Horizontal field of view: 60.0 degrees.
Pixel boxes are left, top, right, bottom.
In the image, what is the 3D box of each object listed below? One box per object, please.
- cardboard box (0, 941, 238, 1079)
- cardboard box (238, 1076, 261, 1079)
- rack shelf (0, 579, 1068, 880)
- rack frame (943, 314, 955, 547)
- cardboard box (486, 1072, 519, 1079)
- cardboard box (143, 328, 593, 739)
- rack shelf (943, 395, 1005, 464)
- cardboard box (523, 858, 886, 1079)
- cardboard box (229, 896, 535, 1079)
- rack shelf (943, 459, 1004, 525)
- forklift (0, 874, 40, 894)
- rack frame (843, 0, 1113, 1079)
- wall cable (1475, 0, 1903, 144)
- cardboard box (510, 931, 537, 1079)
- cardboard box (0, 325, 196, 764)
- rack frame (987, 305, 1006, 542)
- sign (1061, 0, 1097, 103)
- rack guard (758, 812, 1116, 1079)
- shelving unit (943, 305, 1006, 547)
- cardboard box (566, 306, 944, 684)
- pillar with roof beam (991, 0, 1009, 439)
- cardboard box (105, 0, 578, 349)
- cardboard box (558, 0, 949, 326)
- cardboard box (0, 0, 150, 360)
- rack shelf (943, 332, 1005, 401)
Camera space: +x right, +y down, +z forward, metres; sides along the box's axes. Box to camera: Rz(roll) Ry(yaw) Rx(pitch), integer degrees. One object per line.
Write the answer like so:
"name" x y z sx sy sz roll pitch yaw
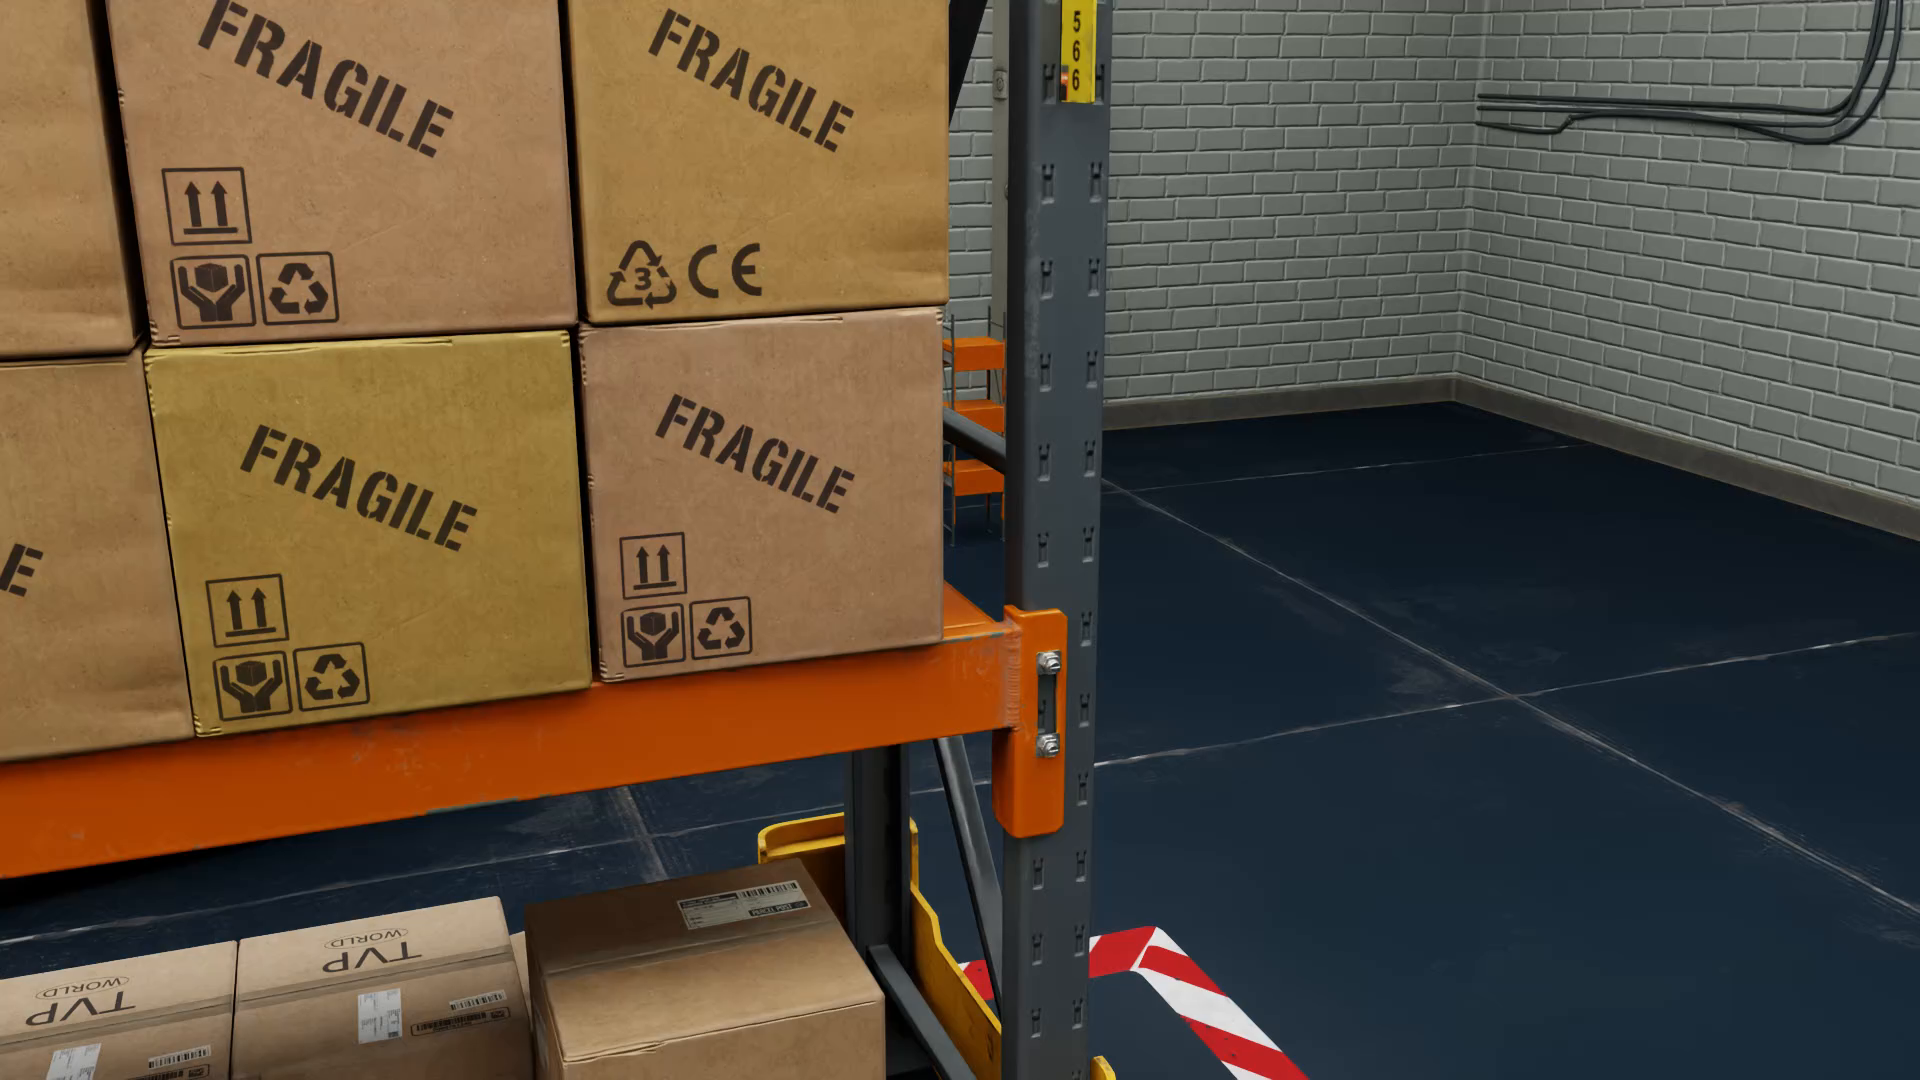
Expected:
"cardboard box" -1.562 0.993 2.992 0.500 0.250 0.500 -6 17 -20
"cardboard box" -1.337 1.120 2.561 0.500 0.250 0.500 -6 17 -20
"rack shelf" -1.887 0.351 2.357 4.000 0.370 1.077 -6 17 -20
"rack frame" -0.064 -0.497 7.427 0.008 1.050 0.200 -6 17 -20
"cardboard box" -0.849 1.089 2.814 0.250 0.166 0.380 -6 17 -20
"cardboard box" -0.823 -0.074 2.350 0.500 0.500 0.500 -6 17 -20
"rack shelf" 0.050 -0.499 7.472 0.240 0.259 0.215 -6 17 -20
"cardboard box" -0.439 0.912 2.825 0.500 0.500 0.500 -6 17 -20
"cardboard box" -1.096 0.943 3.164 0.500 0.250 0.500 -6 17 -20
"rack shelf" 0.050 -0.232 7.550 0.240 0.259 0.215 -6 17 -20
"forklift" -2.790 -0.581 4.373 3.031 2.935 1.130 -11 20 -33
"rack frame" -0.019 -0.196 2.943 0.127 3.000 1.000 -6 17 -20
"wall cable" 3.614 -3.364 8.593 0.112 2.526 3.097 -6 17 -20
"cardboard box" -0.767 0.929 3.358 0.250 0.166 0.380 -6 17 -20
"cardboard box" -1.291 -0.025 2.183 0.500 0.500 0.500 -6 17 -20
"rack frame" 0.164 -0.521 7.511 0.008 1.050 0.200 -6 17 -20
"sign" 0.160 -0.755 2.231 0.005 0.325 0.100 -6 17 -20
"rack guard" -0.090 1.011 3.269 0.348 0.500 1.175 -6 17 -20
"shelving unit" 0.050 -0.509 7.469 0.252 1.050 0.215 -6 17 -20
"cardboard box" -0.340 -0.127 2.531 0.500 0.500 0.500 -6 17 -18
"pillar with roof beam" 1.957 -3.745 4.379 0.400 9.000 9.100 -6 17 -20
"cardboard box" -0.808 -0.556 2.214 0.500 0.500 0.500 -6 17 -19
"cardboard box" -0.337 -0.607 2.388 0.500 0.500 0.500 -6 18 -21
"cardboard box" -1.291 -0.502 2.032 0.500 0.500 0.500 -6 17 -19
"rack shelf" 0.050 -0.771 7.392 0.240 0.259 0.215 -6 17 -20
